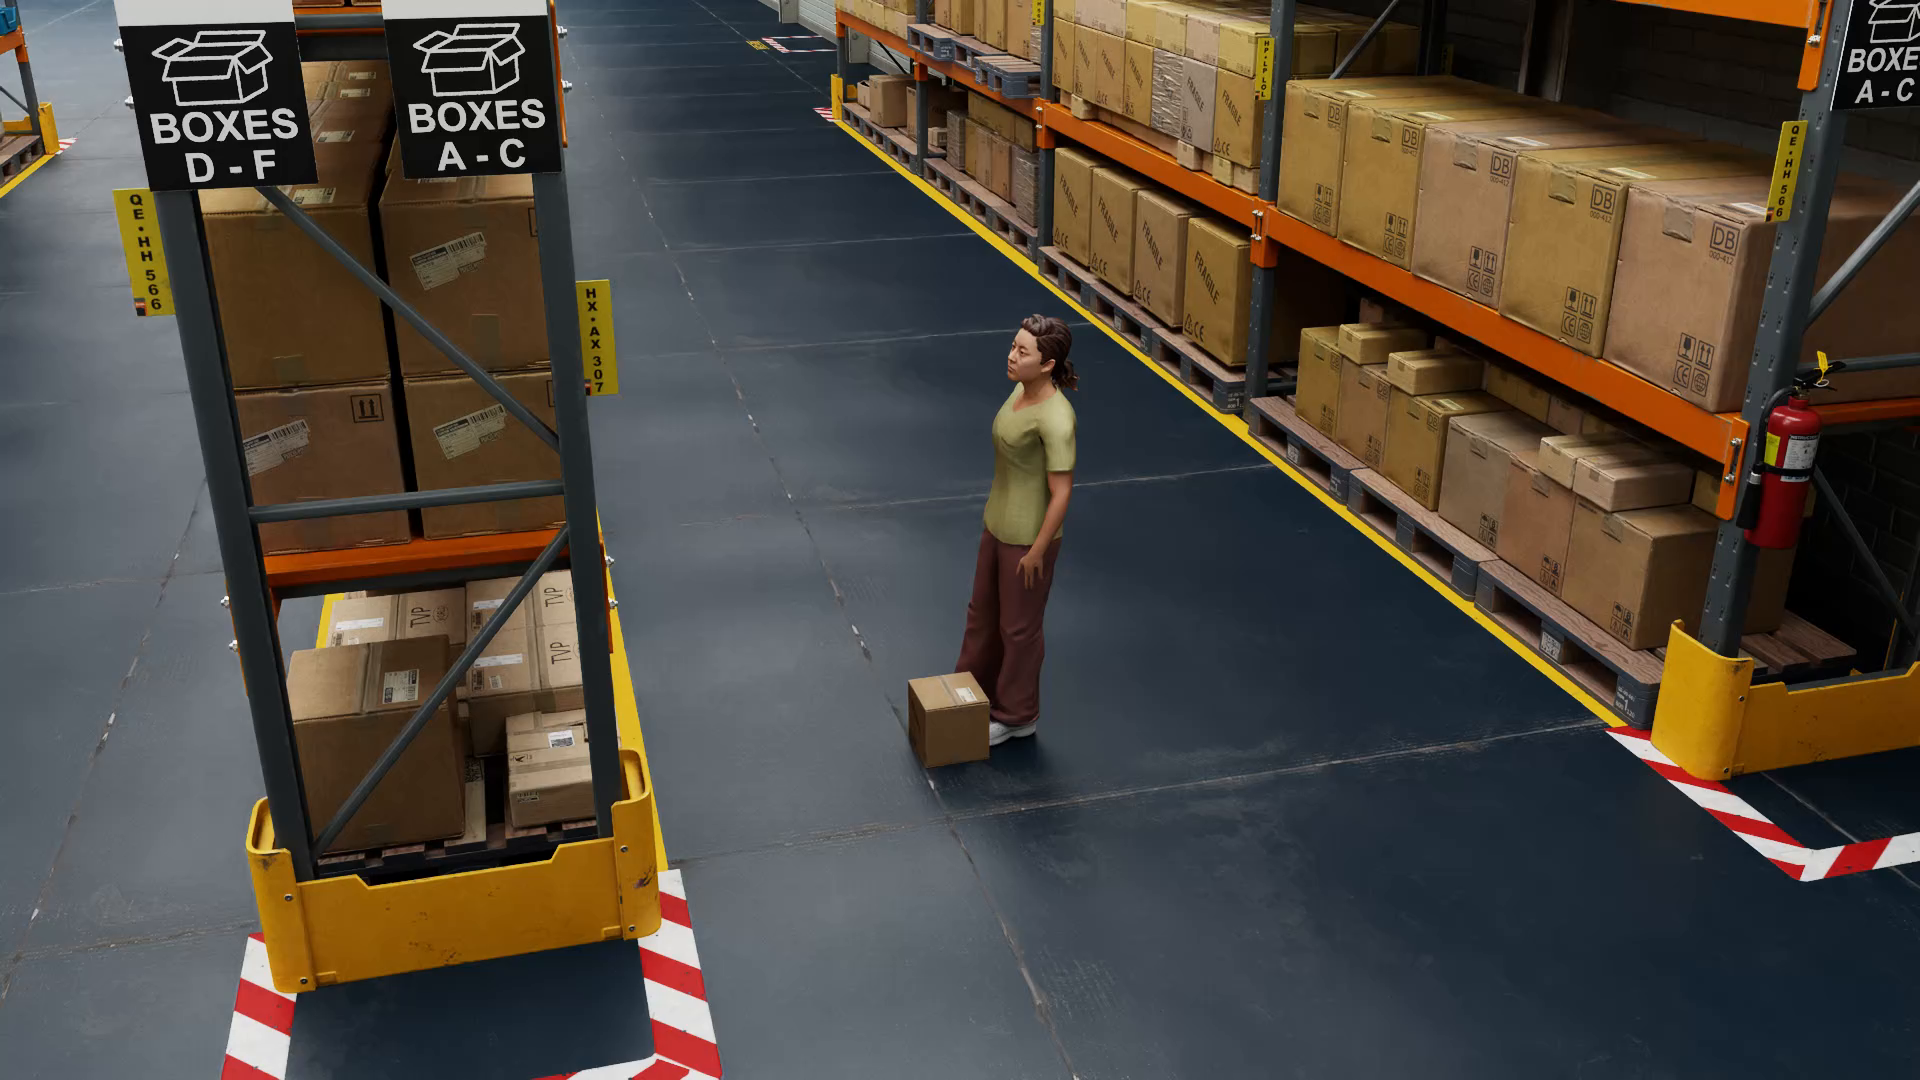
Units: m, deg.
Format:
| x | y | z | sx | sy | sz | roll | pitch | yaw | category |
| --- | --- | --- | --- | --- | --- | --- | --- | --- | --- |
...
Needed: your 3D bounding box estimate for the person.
| x | y | z | sx | sy | sz | roll | pitch | yaw | category |
| --- | --- | --- | --- | --- | --- | --- | --- | --- | --- |
| 0.156 | -0.017 | 6.114 | 0.548 | 1.673 | 0.554 | -6 | 24 | -14 | person |
